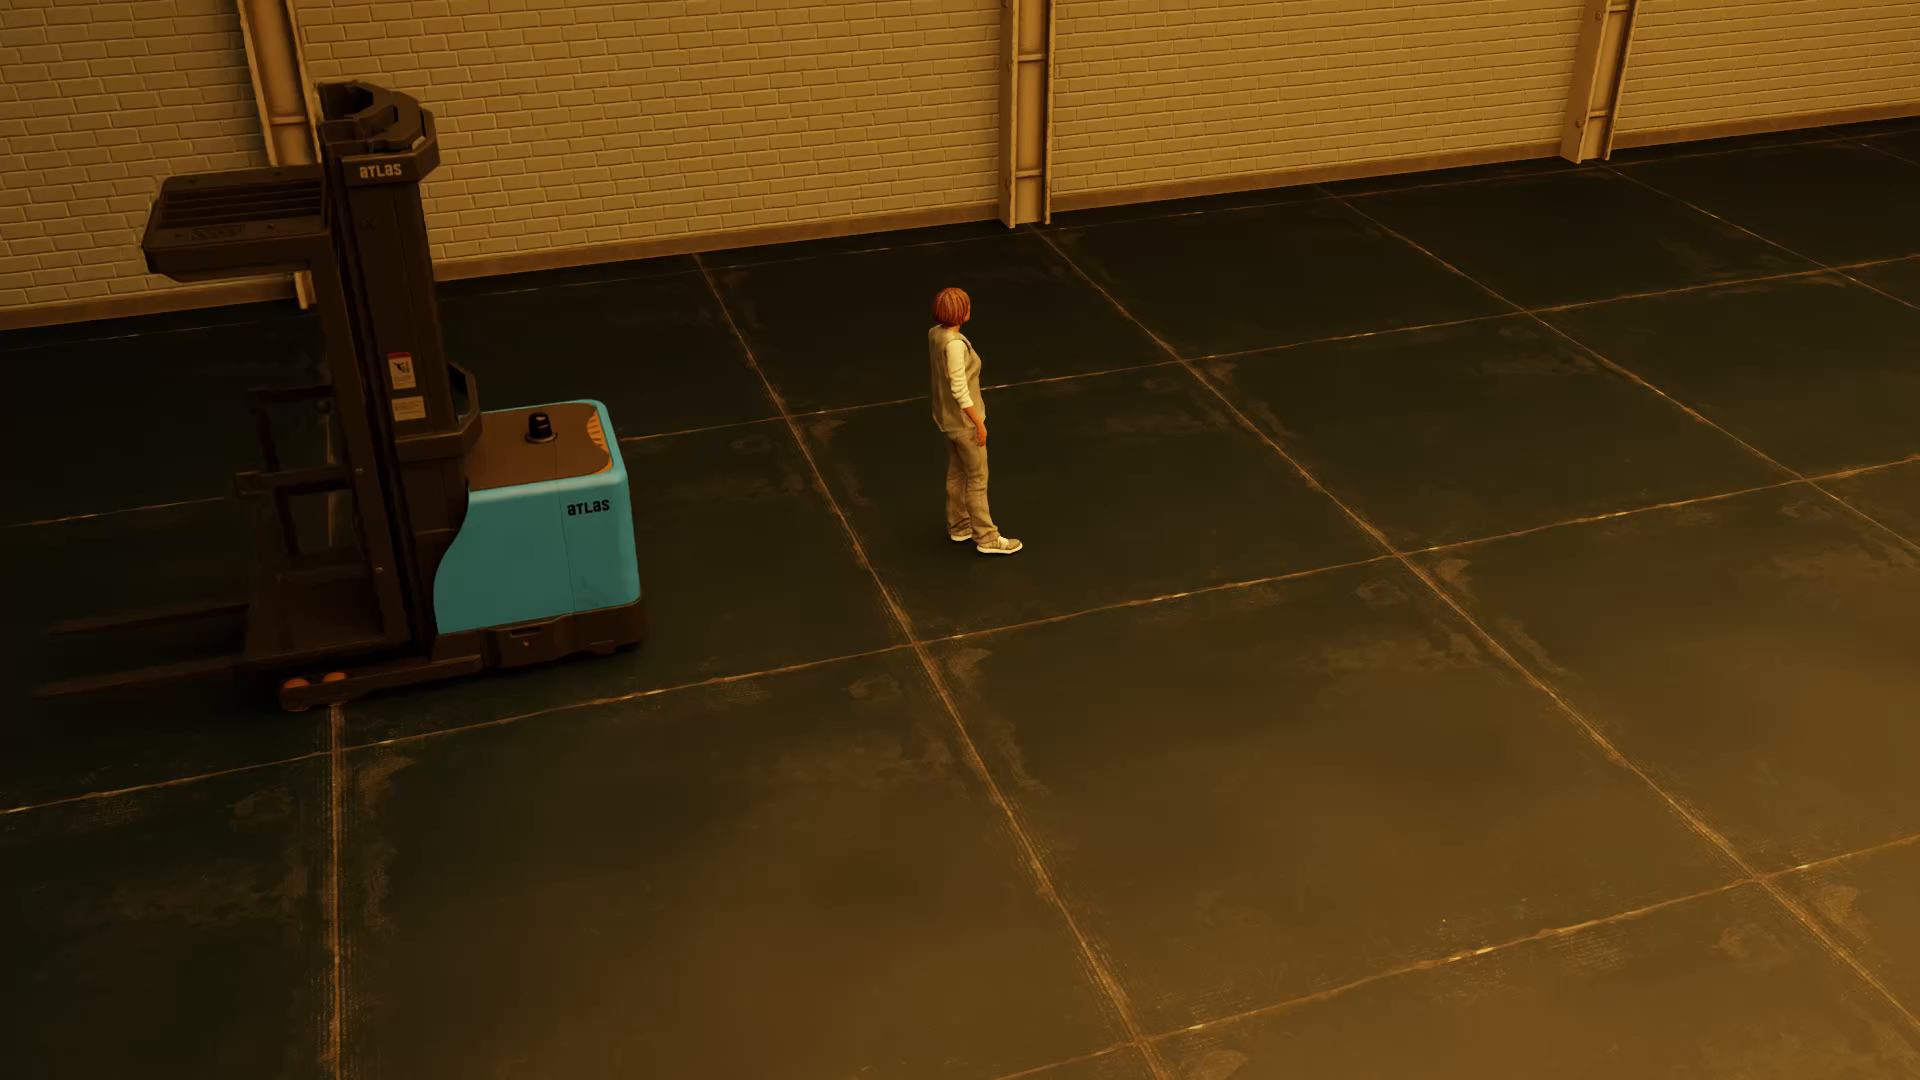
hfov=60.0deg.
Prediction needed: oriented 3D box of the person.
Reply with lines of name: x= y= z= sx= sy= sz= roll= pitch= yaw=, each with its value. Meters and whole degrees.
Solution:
person: x=0.075 y=-0.704 z=9.633 sx=0.473 sy=1.599 sz=0.520 roll=-10 pitch=31 yaw=-16

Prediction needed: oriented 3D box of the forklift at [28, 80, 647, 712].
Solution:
forklift: x=-3.269 y=-0.687 z=8.282 sx=3.031 sy=2.935 sz=1.130 roll=-9 pitch=31 yaw=-15
